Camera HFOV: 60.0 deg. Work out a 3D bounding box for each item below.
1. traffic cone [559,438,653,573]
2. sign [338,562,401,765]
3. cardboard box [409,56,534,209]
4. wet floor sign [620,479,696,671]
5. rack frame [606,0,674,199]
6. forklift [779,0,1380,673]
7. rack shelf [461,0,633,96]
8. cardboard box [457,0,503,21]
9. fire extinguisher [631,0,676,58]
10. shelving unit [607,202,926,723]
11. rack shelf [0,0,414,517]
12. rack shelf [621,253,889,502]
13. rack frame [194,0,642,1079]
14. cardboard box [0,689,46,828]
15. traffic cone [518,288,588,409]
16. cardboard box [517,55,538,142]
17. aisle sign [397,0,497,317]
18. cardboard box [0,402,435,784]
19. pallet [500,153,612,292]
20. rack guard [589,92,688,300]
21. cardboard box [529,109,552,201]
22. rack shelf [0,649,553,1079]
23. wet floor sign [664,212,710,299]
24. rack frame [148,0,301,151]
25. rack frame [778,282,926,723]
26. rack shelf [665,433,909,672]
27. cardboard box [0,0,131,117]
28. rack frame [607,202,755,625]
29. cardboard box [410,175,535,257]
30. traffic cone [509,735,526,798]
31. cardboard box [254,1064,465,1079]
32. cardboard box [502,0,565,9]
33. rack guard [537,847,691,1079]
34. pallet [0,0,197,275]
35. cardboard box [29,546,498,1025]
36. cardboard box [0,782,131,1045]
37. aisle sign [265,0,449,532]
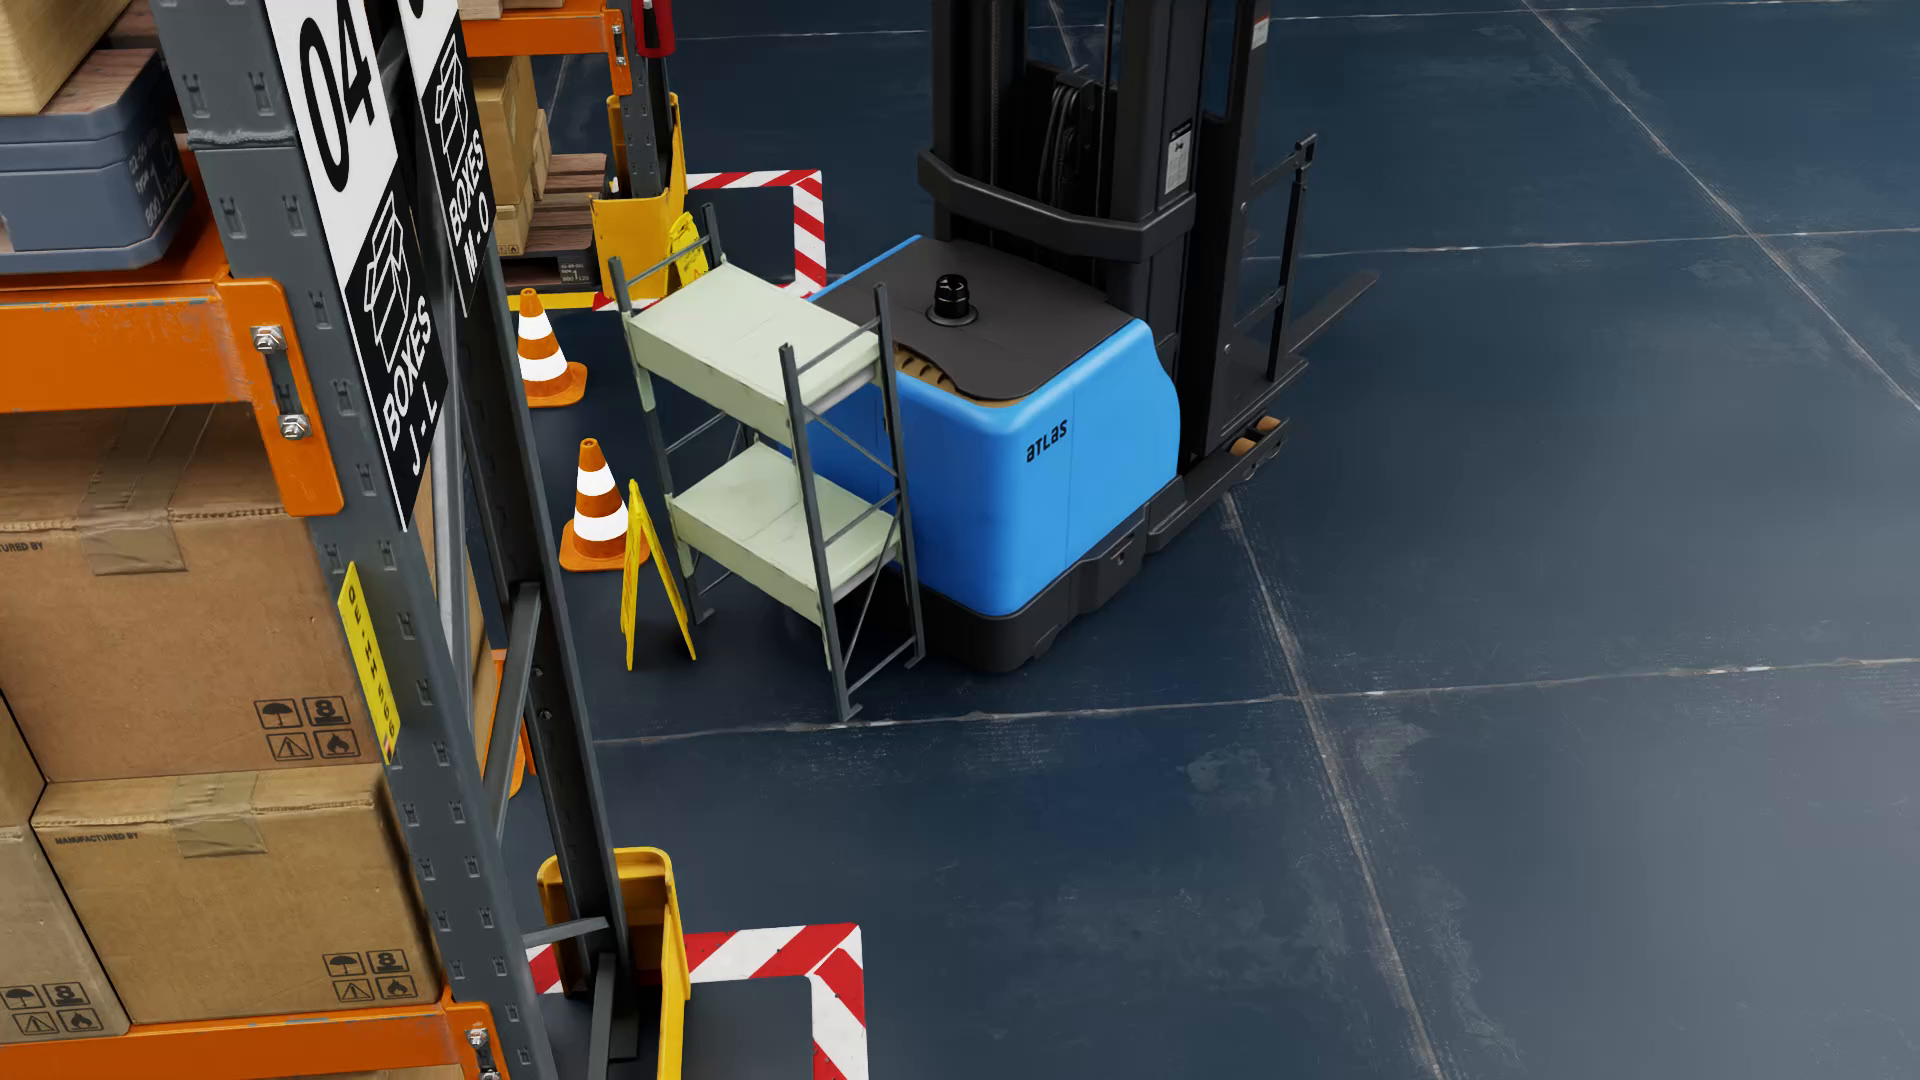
[{"bbox_3d":[-1.324,-0.170,6.091,0.334,0.463,0.336,-3,38,-4],"label":"traffic cone"},{"bbox_3d":[-0.874,0.185,2.467,0.005,0.325,0.100,-3,38,-4],"label":"sign"},{"bbox_3d":[-2.222,-1.826,7.418,0.500,0.500,0.500,-3,38,-4],"label":"cardboard box"},{"bbox_3d":[-1.055,0.098,5.604,0.232,0.644,0.267,-9,39,-12],"label":"wet floor sign"},{"bbox_3d":[-1.447,-2.651,7.188,0.127,3.000,1.000,-3,38,-4],"label":"rack frame"},{"bbox_3d":[0.667,-1.557,5.857,1.130,2.935,3.031,26,45,29],"label":"forklift"},{"bbox_3d":[-3.439,-2.259,7.272,4.000,0.370,1.077,-3,38,-4],"label":"rack shelf"},{"bbox_3d":[-2.043,-2.318,6.969,0.250,0.149,0.380,-4,38,-5],"label":"cardboard box"},{"bbox_3d":[-1.292,-2.343,6.860,0.183,0.674,0.296,-3,38,-4],"label":"fire extinguisher"},{"bbox_3d":[-0.575,-0.214,5.277,0.755,1.500,0.431,29,52,32],"label":"shelving unit"},{"bbox_3d":[-2.900,-0.388,2.479,4.000,0.370,1.077,-3,38,-4],"label":"rack shelf"},{"bbox_3d":[-0.599,-0.504,5.016,0.720,0.370,0.431,29,52,32],"label":"rack shelf"},{"bbox_3d":[-0.908,0.397,3.325,0.127,3.000,1.000,-3,38,-4],"label":"rack frame"},{"bbox_3d":[-1.821,-0.002,2.838,0.550,0.550,0.875,-3,38,-4],"label":"cardboard box"},{"bbox_3d":[-1.761,-0.836,6.936,0.334,0.463,0.336,-3,38,-4],"label":"traffic cone"},{"bbox_3d":[-2.299,-2.156,7.836,0.500,0.500,0.500,-4,38,-5],"label":"cardboard box"},{"bbox_3d":[-0.864,-0.812,2.759,0.004,0.787,0.394,-3,38,-4],"label":"aisle sign"},{"bbox_3d":[-1.281,-0.089,2.948,0.550,0.550,0.875,-3,38,-4],"label":"cardboard box"},{"bbox_3d":[-2.335,-1.530,8.018,1.213,0.211,1.003,-3,38,-4],"label":"pallet"},{"bbox_3d":[-1.523,-1.666,7.957,0.348,0.500,1.175,-3,38,-4],"label":"rack guard"},{"bbox_3d":[-2.275,-1.863,8.070,0.500,0.250,0.500,-3,38,-4],"label":"cardboard box"},{"bbox_3d":[-2.900,0.790,3.408,4.000,0.370,1.077,-3,38,-4],"label":"rack shelf"},{"bbox_3d":[-1.163,-1.077,7.094,0.232,0.644,0.267,9,39,12],"label":"wet floor sign"},{"bbox_3d":[-0.908,-1.958,1.466,0.127,3.000,1.000,-3,38,-4],"label":"rack frame"},{"bbox_3d":[-0.303,-0.063,5.084,0.023,1.500,0.400,29,52,32],"label":"rack frame"},{"bbox_3d":[-0.555,0.028,5.495,0.720,0.370,0.431,29,52,32],"label":"rack shelf"},{"bbox_3d":[-1.209,-0.658,2.024,0.250,0.149,0.380,-3,38,-4],"label":"cardboard box"},{"bbox_3d":[-0.847,-0.365,5.470,0.023,1.500,0.400,29,52,32],"label":"rack frame"},{"bbox_3d":[-2.252,-1.525,7.642,0.500,0.250,0.500,-3,38,-4],"label":"cardboard box"},{"bbox_3d":[-1.563,0.546,5.184,0.334,0.463,0.336,-3,38,-4],"label":"traffic cone"},{"bbox_3d":[-1.578,1.145,3.754,0.875,0.875,0.875,-3,38,-4],"label":"cardboard box"},{"bbox_3d":[-1.801,-2.400,7.073,0.250,0.149,0.380,-2,38,-2],"label":"cardboard box"},{"bbox_3d":[-0.884,1.377,4.101,0.348,0.500,1.175,-3,38,-4],"label":"rack guard"},{"bbox_3d":[-1.646,-0.698,2.363,1.213,0.211,1.003,-3,38,-4],"label":"pallet"},{"bbox_3d":[-1.274,0.387,3.217,0.550,0.550,0.875,-3,38,-4],"label":"cardboard box"},{"bbox_3d":[-1.820,0.430,3.162,0.550,0.550,0.875,-3,38,-4],"label":"cardboard box"},{"bbox_3d":[-0.811,-0.442,2.290,0.004,0.787,0.394,-3,38,-4],"label":"aisle sign"}]
